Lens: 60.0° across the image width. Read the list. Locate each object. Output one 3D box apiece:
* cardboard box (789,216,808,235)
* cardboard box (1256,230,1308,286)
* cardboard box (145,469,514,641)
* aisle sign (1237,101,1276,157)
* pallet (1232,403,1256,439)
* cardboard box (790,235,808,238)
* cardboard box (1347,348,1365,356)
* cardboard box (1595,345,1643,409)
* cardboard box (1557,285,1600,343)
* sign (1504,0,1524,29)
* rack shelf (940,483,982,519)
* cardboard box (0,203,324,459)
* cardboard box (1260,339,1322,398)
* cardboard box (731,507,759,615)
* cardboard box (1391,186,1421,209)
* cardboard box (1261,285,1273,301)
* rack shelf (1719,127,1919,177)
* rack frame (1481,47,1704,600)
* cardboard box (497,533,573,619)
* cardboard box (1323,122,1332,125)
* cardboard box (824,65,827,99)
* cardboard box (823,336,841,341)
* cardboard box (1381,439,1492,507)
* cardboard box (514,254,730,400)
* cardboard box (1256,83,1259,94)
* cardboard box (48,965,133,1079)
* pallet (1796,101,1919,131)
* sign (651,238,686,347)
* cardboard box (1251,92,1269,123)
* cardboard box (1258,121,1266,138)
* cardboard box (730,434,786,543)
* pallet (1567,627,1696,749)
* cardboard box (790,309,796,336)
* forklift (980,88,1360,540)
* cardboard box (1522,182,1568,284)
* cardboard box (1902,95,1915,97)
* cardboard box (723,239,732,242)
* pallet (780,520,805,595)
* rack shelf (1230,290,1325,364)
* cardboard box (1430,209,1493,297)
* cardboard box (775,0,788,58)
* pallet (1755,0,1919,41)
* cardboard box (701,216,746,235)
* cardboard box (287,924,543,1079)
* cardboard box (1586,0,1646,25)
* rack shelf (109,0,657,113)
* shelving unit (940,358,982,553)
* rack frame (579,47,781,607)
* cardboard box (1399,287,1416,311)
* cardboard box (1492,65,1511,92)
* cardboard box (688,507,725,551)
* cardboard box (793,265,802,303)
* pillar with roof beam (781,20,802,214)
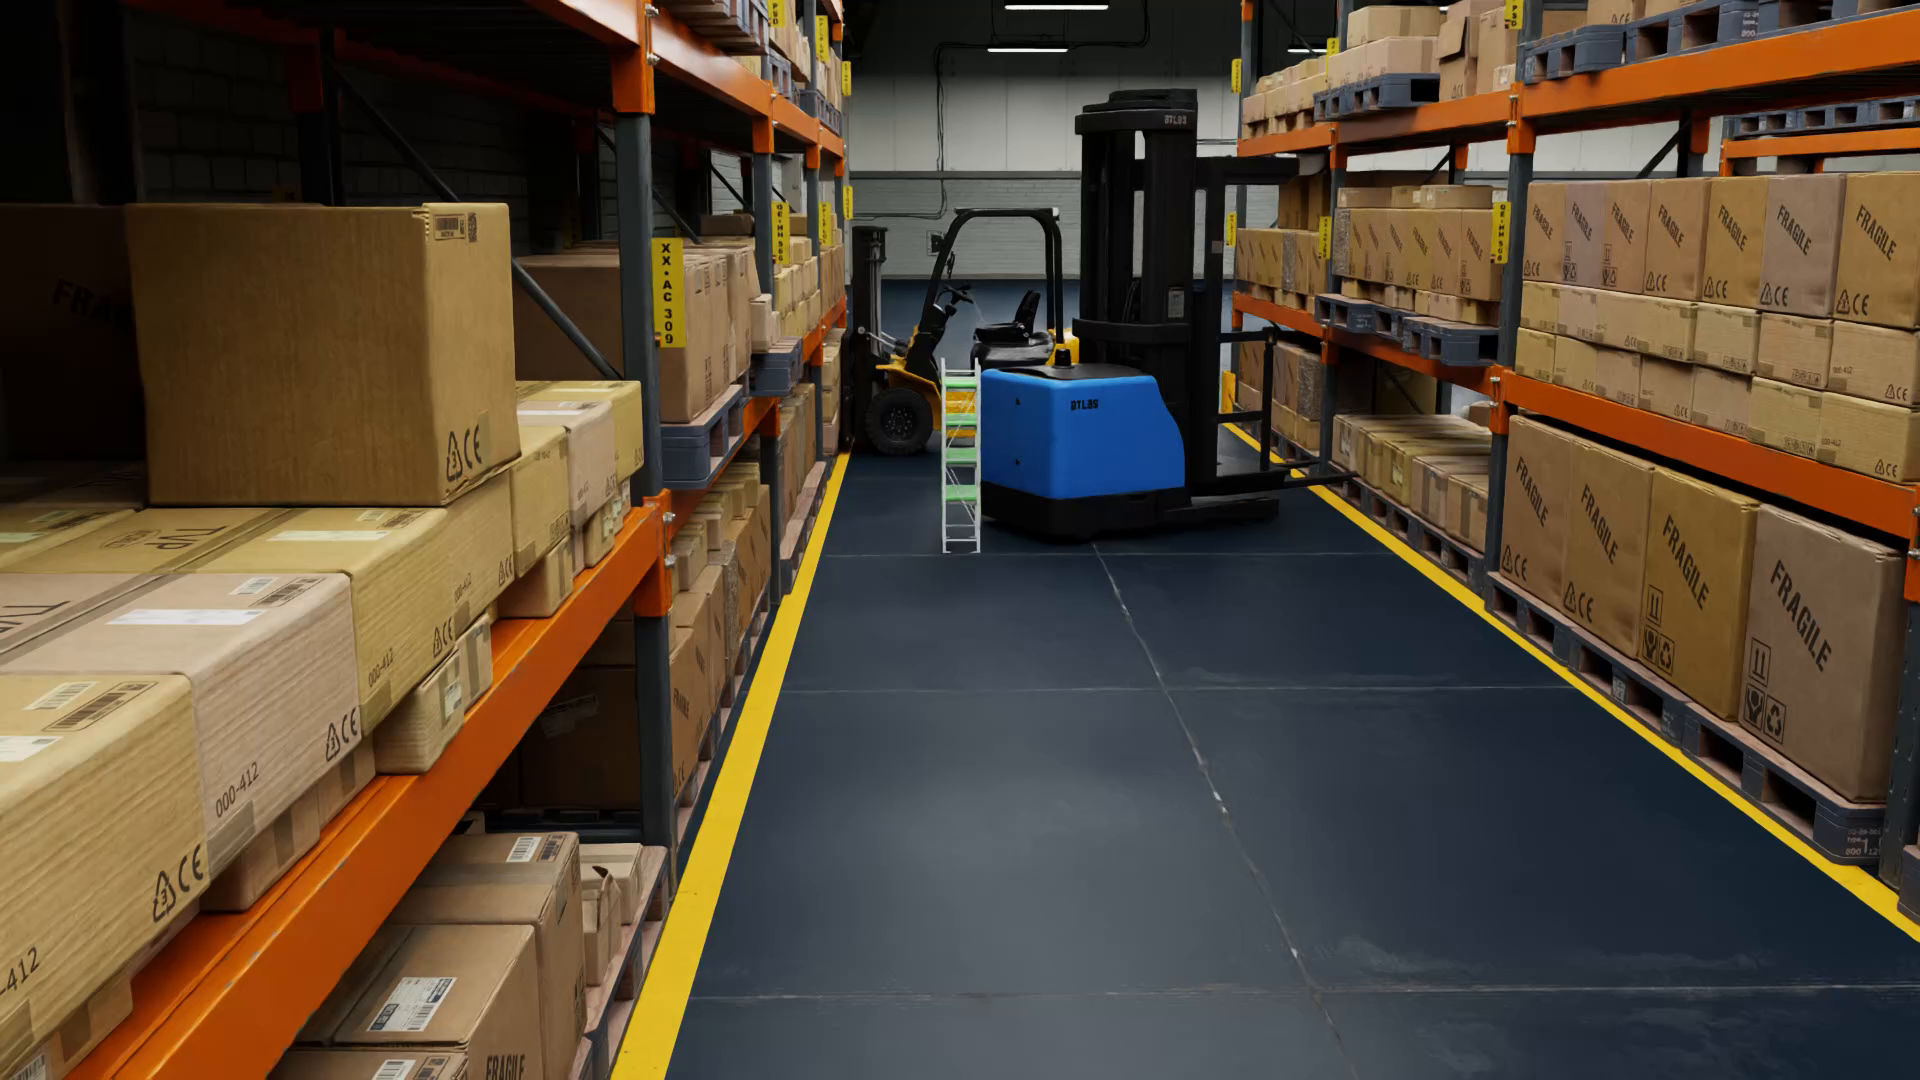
[{"bbox_3d":[-1.296,-2.482,13.116,0.380,0.149,0.250,0,11,0],"label":"cardboard box"},{"bbox_3d":[3.052,-2.616,15.410,0.500,0.500,0.500,0,11,-2],"label":"cardboard box"},{"bbox_3d":[-1.134,0.015,3.071,0.500,0.250,0.500,-1,11,-3],"label":"cardboard box"},{"bbox_3d":[2.983,-4.006,16.722,0.394,0.787,0.004,0,11,-1],"label":"aisle sign"},{"bbox_3d":[3.277,-1.177,16.332,1.003,0.211,1.213,0,11,-1],"label":"pallet"},{"bbox_3d":[-1.330,-2.336,13.145,0.380,0.149,0.250,0,11,-2],"label":"cardboard box"},{"bbox_3d":[3.612,-1.376,14.271,0.500,0.500,0.500,0,11,1],"label":"cardboard box"},{"bbox_3d":[3.251,-0.752,7.600,0.500,0.250,0.500,0,11,1],"label":"cardboard box"},{"bbox_3d":[3.232,-1.097,8.044,0.500,0.250,0.500,0,11,0],"label":"cardboard box"},{"bbox_3d":[2.917,-2.852,8.728,0.100,0.325,0.005,0,11,-1],"label":"sign"},{"bbox_3d":[0.003,-0.257,10.838,0.258,0.148,0.480,0,11,-1],"label":"rack shelf"},{"bbox_3d":[-1.656,-0.457,3.510,0.500,0.500,0.500,-1,11,-3],"label":"cardboard box"},{"bbox_3d":[3.053,-1.577,15.260,0.500,0.500,0.500,0,11,0],"label":"cardboard box"},{"bbox_3d":[-1.280,0.093,8.289,0.500,0.500,0.500,0,11,-2],"label":"cardboard box"},{"bbox_3d":[3.158,-2.334,11.330,0.380,0.149,0.250,0,11,2],"label":"cardboard box"},{"bbox_3d":[3.036,-2.324,15.603,0.380,0.149,0.250,0,11,0],"label":"cardboard box"},{"bbox_3d":[8.282,-3.481,14.939,1.077,0.370,4.000,0,11,-1],"label":"rack shelf"},{"bbox_3d":[3.459,-1.130,9.087,1.000,3.000,0.127,0,11,-1],"label":"rack frame"},{"bbox_3d":[-1.093,0.077,3.765,0.380,0.149,0.250,0,11,-2],"label":"cardboard box"},{"bbox_3d":[3.065,-3.334,13.036,0.380,0.149,0.250,0,11,-1],"label":"cardboard box"},{"bbox_3d":[-1.313,-3.860,14.026,0.396,0.266,0.258,-1,11,-2],"label":"cardboard box"},{"bbox_3d":[-1.310,-1.756,15.514,0.500,0.250,0.500,0,11,0],"label":"cardboard box"},{"bbox_3d":[3.424,-0.458,11.326,0.950,0.372,0.625,0,11,1],"label":"cardboard box"},{"bbox_3d":[-1.218,-0.769,5.998,0.700,0.500,0.500,0,11,-1],"label":"cardboard box"},{"bbox_3d":[3.097,-4.387,16.221,0.380,0.149,0.250,0,11,-2],"label":"cardboard box"},{"bbox_3d":[-1.122,0.487,1.745,0.380,0.149,0.250,0,11,0],"label":"cardboard box"},{"bbox_3d":[8.295,-3.797,14.910,1.003,0.211,1.213,0,11,-1],"label":"pallet"},{"bbox_3d":[-0.878,-0.742,4.996,0.100,0.325,0.005,0,11,-1],"label":"sign"},{"bbox_3d":[3.039,-4.062,15.621,0.500,0.250,0.500,0,11,-2],"label":"cardboard box"},{"bbox_3d":[3.042,-3.896,15.805,0.380,0.149,0.250,0,11,0],"label":"cardboard box"},{"bbox_3d":[-1.502,-0.275,9.789,0.875,0.625,0.625,0,11,1],"label":"cardboard box"},{"bbox_3d":[3.422,0.635,7.398,1.003,0.211,1.213,0,11,-1],"label":"pallet"},{"bbox_3d":[-1.291,-1.327,10.435,0.500,0.250,0.500,-1,11,-3],"label":"cardboard box"},{"bbox_3d":[1.656,-1.630,11.720,3.031,2.935,1.130,-7,13,-30],"label":"forklift"},{"bbox_3d":[3.225,-1.570,8.489,0.500,0.500,0.500,-1,11,-3],"label":"cardboard box"},{"bbox_3d":[7.984,-3.740,13.731,0.380,0.149,0.250,0,11,0],"label":"cardboard box"},{"bbox_3d":[-1.810,-2.047,11.720,0.380,0.149,0.250,0,11,-2],"label":"cardboard box"},{"bbox_3d":[-1.481,0.093,10.068,1.003,0.211,1.213,0,11,-1],"label":"pallet"},{"bbox_3d":[3.335,-1.971,15.038,1.077,0.370,4.000,0,11,-1],"label":"rack shelf"},{"bbox_3d":[3.150,-1.723,9.952,0.500,0.500,0.500,0,11,-2],"label":"cardboard box"},{"bbox_3d":[-1.385,-3.128,9.830,0.700,0.500,0.500,0,11,-2],"label":"cardboard box"},{"bbox_3d":[3.474,-1.894,5.786,0.805,0.209,1.217,-1,11,-3],"label":"pallet"},{"bbox_3d":[-1.895,-2.479,13.105,0.380,0.149,0.250,0,11,-1],"label":"cardboard box"},{"bbox_3d":[-1.146,1.103,3.311,0.500,0.500,0.500,0,11,0],"label":"cardboard box"},{"bbox_3d":[3.618,-2.783,8.370,0.797,0.503,0.637,-1,12,-5],"label":"cardboard box"},{"bbox_3d":[-1.379,-1.034,2.877,1.077,0.370,4.000,0,11,-1],"label":"rack shelf"},{"bbox_3d":[0.003,-0.555,10.778,0.258,1.200,0.503,0,11,-1],"label":"shelving unit"},{"bbox_3d":[-1.503,-1.109,8.983,1.000,3.000,0.127,0,11,-1],"label":"rack frame"},{"bbox_3d":[3.106,-1.585,10.903,0.380,0.149,0.250,-1,11,-3],"label":"cardboard box"},{"bbox_3d":[3.230,-2.589,9.362,0.380,0.149,0.250,0,11,-1],"label":"cardboard box"},{"bbox_3d":[-1.241,-0.047,7.347,0.380,0.149,0.250,-1,11,-4],"label":"cardboard box"},{"bbox_3d":[-1.306,-1.675,10.892,0.500,0.250,0.500,0,11,0],"label":"cardboard box"},{"bbox_3d":[1.501,-7.901,27.370,9.100,9.000,0.400,0,11,-1],"label":"pillar with roof beam"}]
